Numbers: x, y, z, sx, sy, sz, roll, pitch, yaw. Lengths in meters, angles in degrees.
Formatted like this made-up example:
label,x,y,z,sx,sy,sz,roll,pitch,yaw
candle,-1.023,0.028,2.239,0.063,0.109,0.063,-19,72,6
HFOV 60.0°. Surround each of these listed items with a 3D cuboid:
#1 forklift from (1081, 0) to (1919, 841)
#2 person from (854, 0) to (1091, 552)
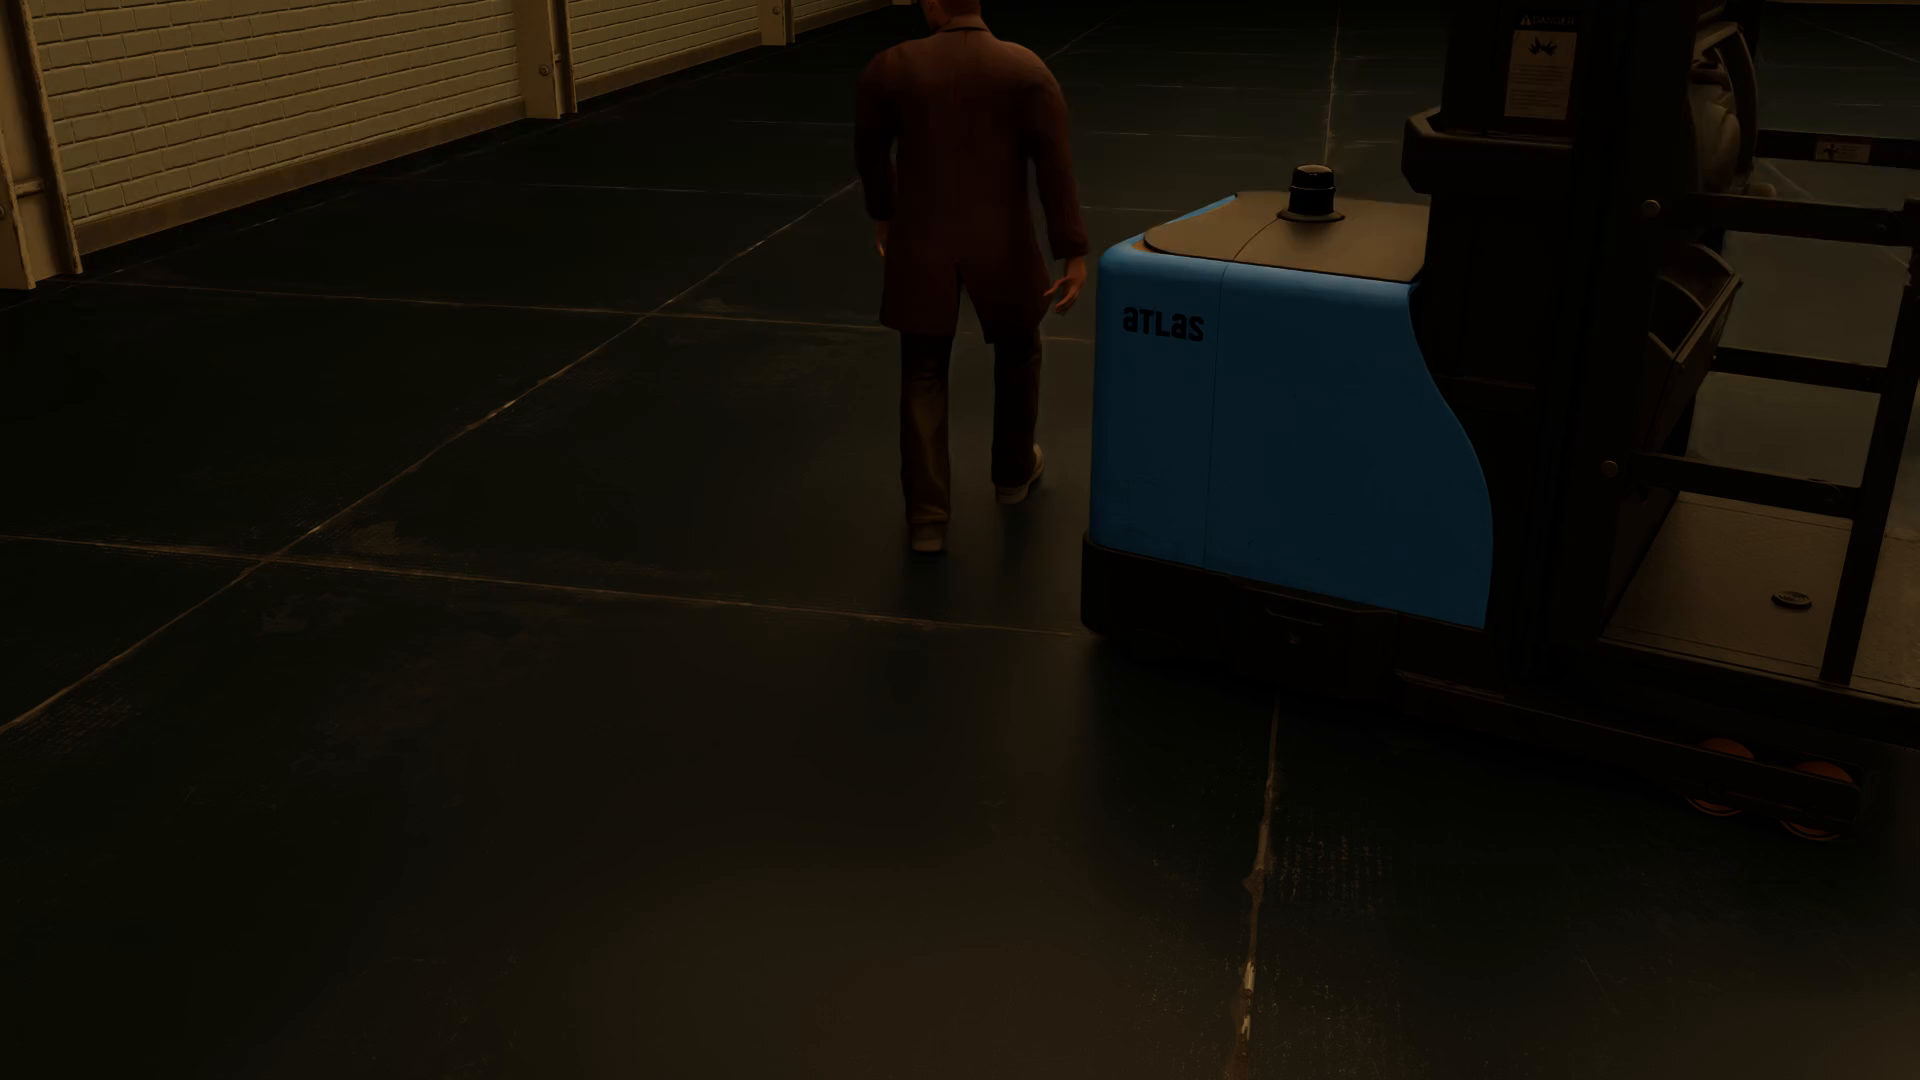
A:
label,x,y,z,sx,sy,sz,roll,pitch,yaw
forklift,1.853,-0.942,3.577,3.031,2.935,1.130,13,25,28
person,0.042,-0.899,5.065,0.722,1.737,0.825,2,22,5
